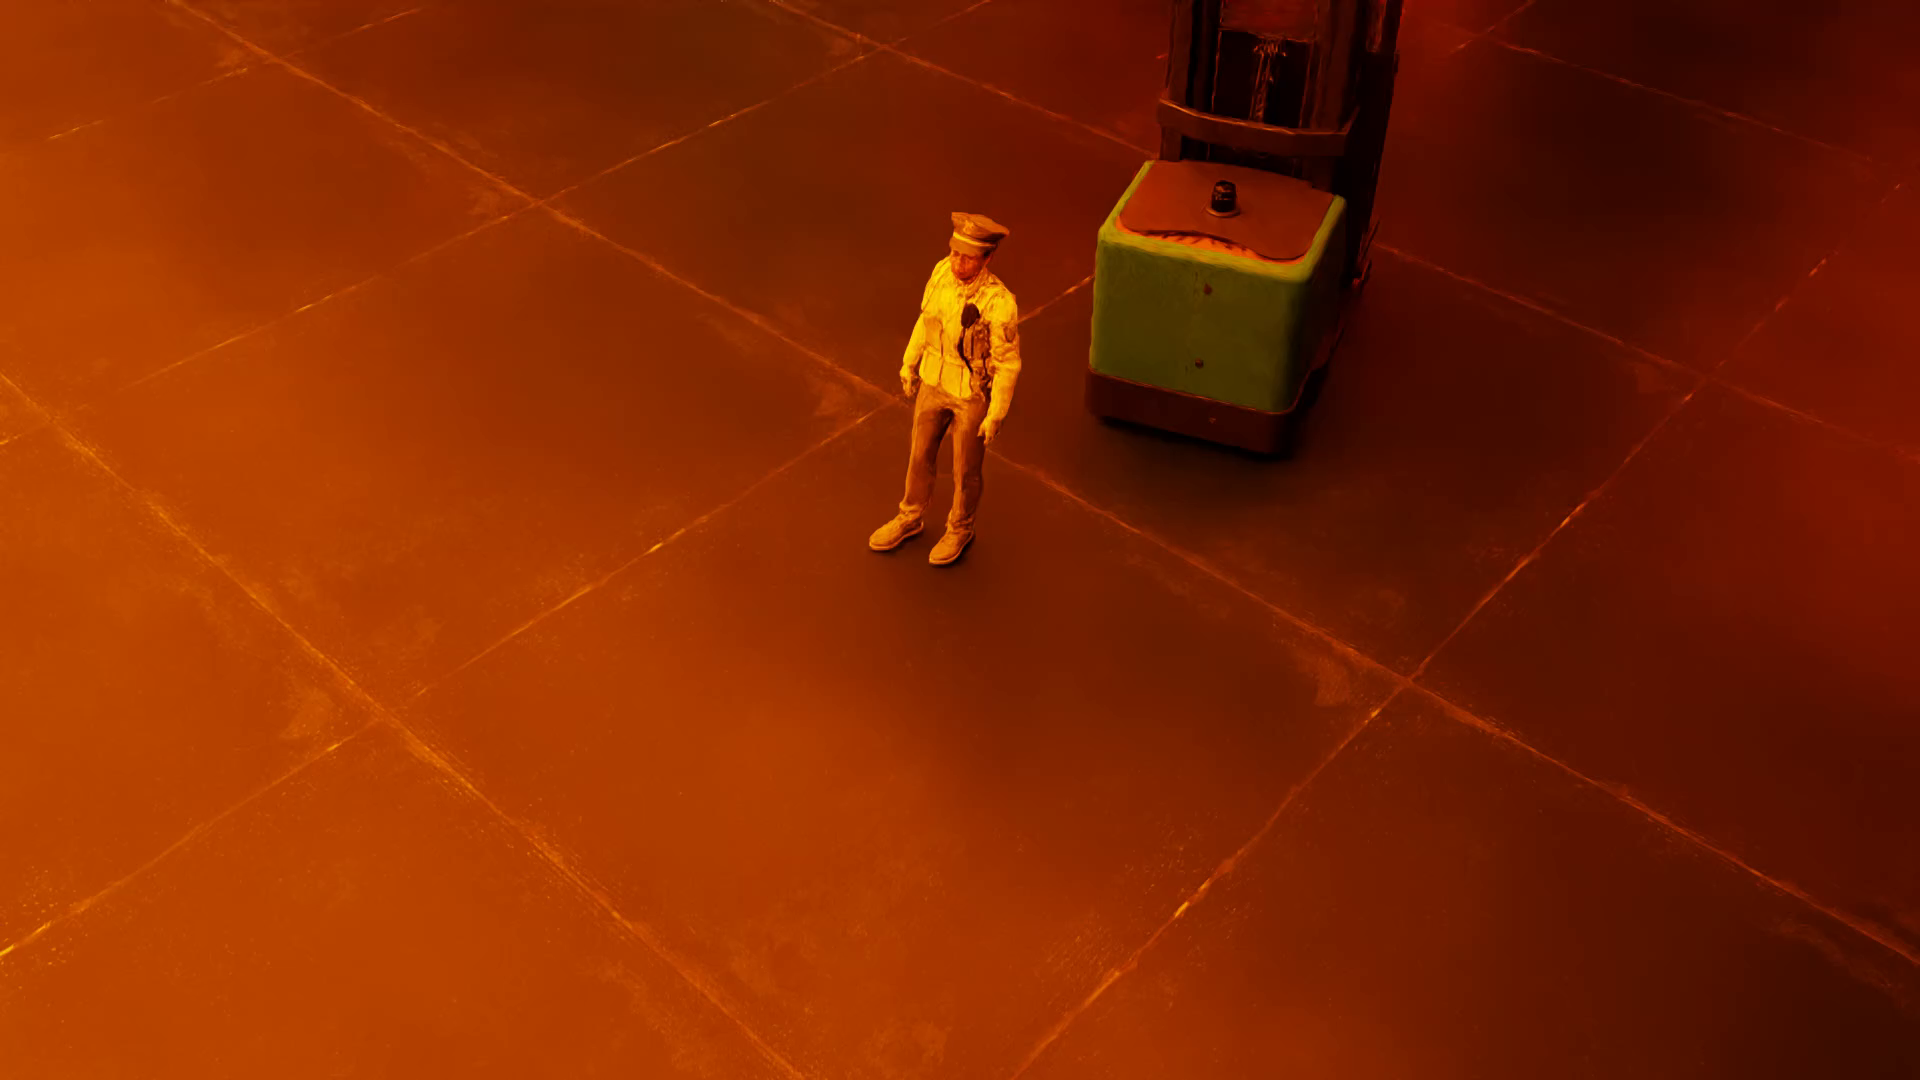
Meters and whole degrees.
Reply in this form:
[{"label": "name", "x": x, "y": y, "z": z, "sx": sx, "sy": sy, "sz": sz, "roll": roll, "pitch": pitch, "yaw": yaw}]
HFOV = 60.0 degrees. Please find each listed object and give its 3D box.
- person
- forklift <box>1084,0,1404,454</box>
[{"label": "person", "x": -0.057, "y": -0.614, "z": 7.084, "sx": 0.586, "sy": 1.692, "sz": 0.514, "roll": 31, "pitch": 49, "yaw": 31}, {"label": "forklift", "x": 1.656, "y": -2.495, "z": 8.336, "sx": 1.130, "sy": 2.935, "sz": 3.031, "roll": 15, "pitch": 43, "yaw": 17}]
